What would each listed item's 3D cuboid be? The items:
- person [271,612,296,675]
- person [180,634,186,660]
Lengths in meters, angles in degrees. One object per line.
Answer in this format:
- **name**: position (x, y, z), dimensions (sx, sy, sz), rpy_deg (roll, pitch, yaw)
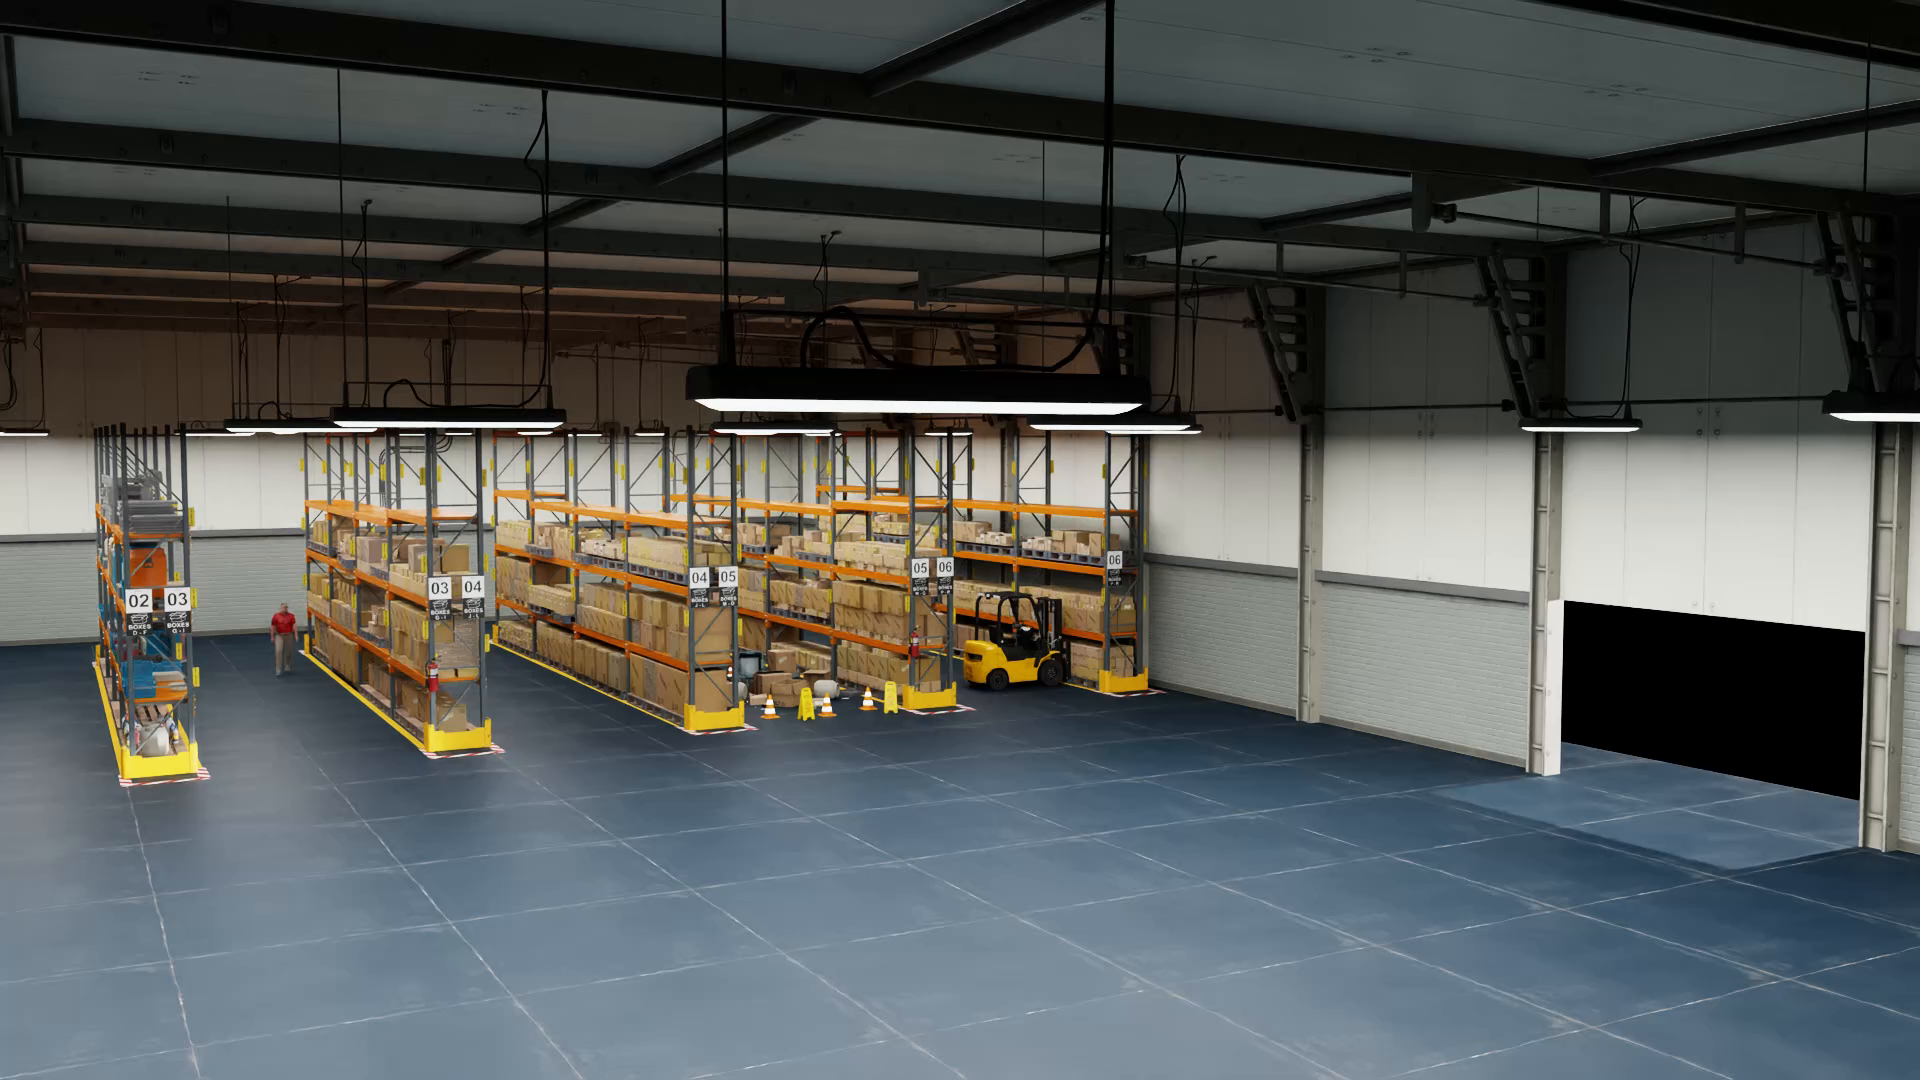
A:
- **person**: position (-16.557, 2.495, 40.716), dimensions (0.569, 1.514, 0.935), rpy_deg (-2, 4, -25)
- **person**: position (-19.979, 2.287, 42.313), dimensions (0.479, 1.592, 0.621), rpy_deg (3, 4, 38)
